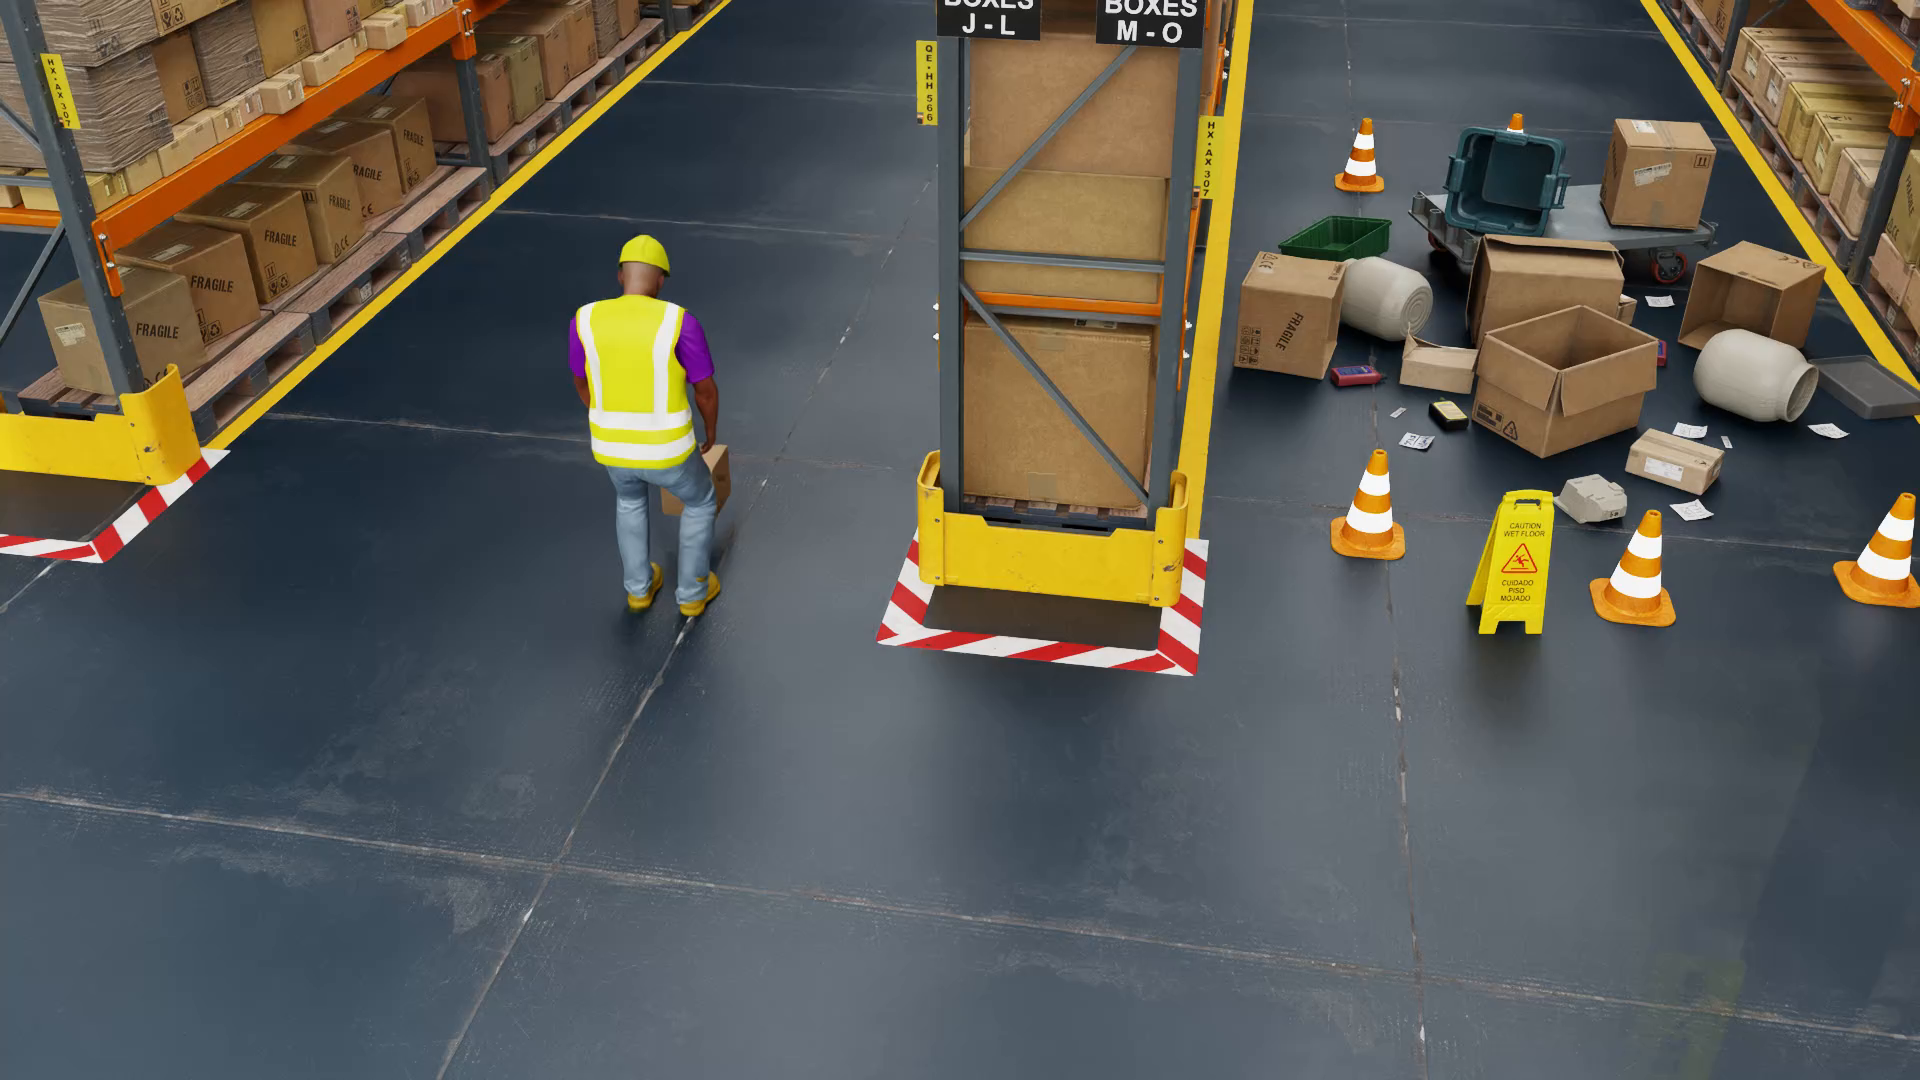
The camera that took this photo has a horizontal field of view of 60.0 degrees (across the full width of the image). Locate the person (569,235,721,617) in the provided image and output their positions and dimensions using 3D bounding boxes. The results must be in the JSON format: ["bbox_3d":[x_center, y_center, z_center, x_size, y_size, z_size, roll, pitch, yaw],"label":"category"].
[{"bbox_3d":[-1.309,-0.450,6.976,0.616,1.612,0.599,6,33,9],"label":"person"}]
